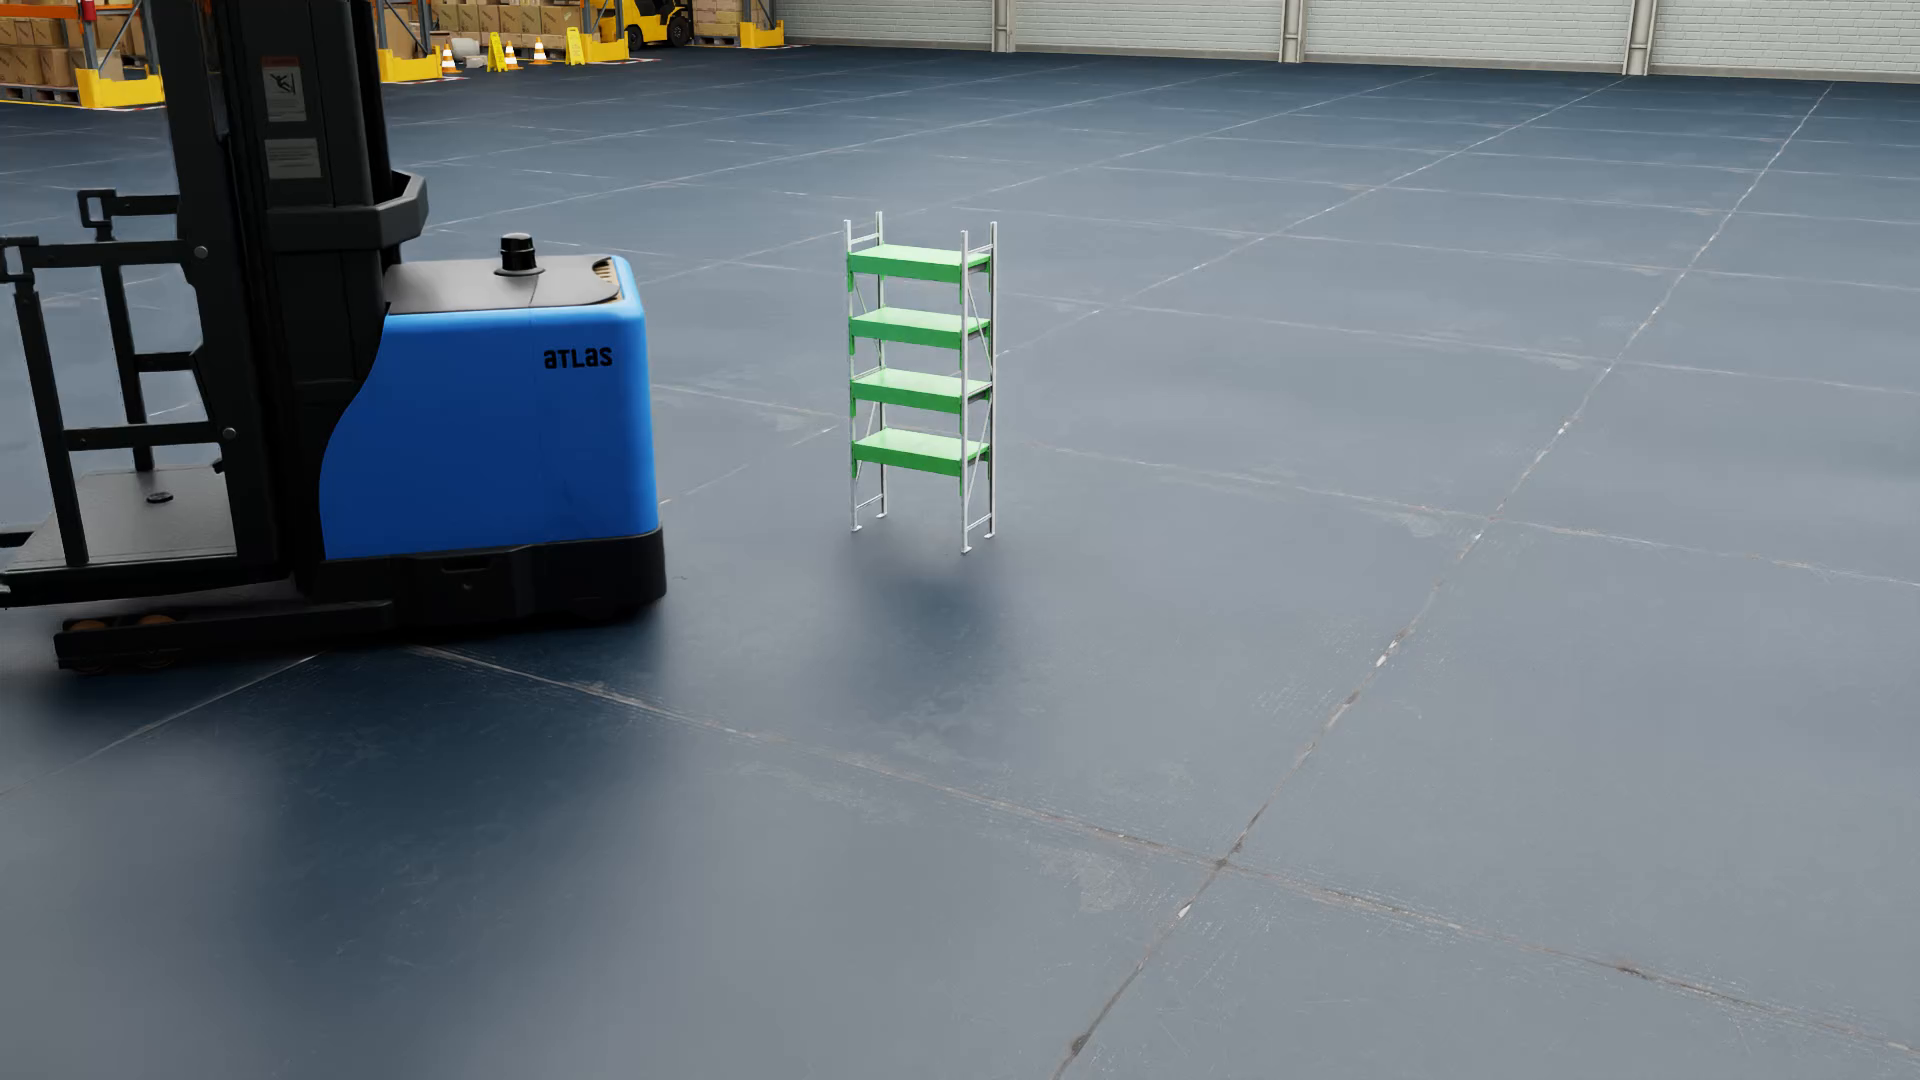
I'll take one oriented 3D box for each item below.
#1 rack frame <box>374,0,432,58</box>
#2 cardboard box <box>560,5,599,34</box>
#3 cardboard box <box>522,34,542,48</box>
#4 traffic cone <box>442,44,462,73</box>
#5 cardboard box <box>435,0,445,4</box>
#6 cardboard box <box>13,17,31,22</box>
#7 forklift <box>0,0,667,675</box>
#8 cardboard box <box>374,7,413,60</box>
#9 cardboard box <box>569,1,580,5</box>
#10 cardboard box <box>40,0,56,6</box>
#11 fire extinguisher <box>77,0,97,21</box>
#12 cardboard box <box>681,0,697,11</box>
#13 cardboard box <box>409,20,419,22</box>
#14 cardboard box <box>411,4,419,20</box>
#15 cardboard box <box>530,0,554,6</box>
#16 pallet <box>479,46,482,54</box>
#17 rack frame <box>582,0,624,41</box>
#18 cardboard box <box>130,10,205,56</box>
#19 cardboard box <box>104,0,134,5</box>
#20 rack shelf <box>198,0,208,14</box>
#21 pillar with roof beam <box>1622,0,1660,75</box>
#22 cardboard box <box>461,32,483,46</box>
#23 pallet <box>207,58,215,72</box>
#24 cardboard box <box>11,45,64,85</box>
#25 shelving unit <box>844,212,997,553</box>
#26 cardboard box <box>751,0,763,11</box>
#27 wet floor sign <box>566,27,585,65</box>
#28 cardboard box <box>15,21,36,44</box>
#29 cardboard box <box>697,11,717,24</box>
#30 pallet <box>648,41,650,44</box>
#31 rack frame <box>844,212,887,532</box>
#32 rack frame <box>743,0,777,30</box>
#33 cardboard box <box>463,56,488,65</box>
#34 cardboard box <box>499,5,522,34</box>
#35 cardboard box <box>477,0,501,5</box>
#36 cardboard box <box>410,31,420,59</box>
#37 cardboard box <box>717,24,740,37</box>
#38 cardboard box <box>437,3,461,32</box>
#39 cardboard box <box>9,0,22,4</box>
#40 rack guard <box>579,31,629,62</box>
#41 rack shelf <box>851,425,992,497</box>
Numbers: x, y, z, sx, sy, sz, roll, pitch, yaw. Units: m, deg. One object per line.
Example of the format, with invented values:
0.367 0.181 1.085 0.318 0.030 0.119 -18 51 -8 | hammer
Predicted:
-8.934 -8.876 26.437 0.127 3.000 1.000 11 23 27 | rack frame
-7.199 -9.844 31.422 0.500 0.500 0.500 10 22 26 | cardboard box
-7.894 -9.415 31.336 0.500 0.250 0.500 11 23 27 | cardboard box
-8.705 -8.195 28.278 0.334 0.463 0.336 11 23 27 | traffic cone
-11.983 -12.546 38.651 0.250 0.149 0.380 10 22 25 | cardboard box
-17.089 -9.698 30.652 0.500 0.250 0.500 11 23 28 | cardboard box
-2.574 -1.155 5.250 3.031 2.935 1.130 -5 20 -13 | forklift
-9.558 -8.168 26.984 0.875 0.875 0.875 11 23 28 | cardboard box
-8.144 -11.675 37.018 0.625 0.625 0.875 12 23 30 | cardboard box
-12.252 -7.353 22.604 0.250 0.149 0.380 11 23 27 | cardboard box
-11.566 -7.224 21.995 0.183 0.674 0.296 11 23 27 | fire extinguisher
-5.639 -11.368 35.255 0.500 0.250 0.500 11 23 28 | cardboard box
-11.189 -10.199 33.321 0.625 0.372 0.950 12 23 31 | cardboard box
-12.539 -12.377 39.136 0.500 0.500 0.500 12 23 30 | cardboard box
-7.788 -10.026 30.971 0.250 0.149 0.380 12 23 29 | cardboard box
-9.497 -9.620 32.576 1.213 0.211 1.003 11 23 27 | pallet
-6.608 -10.367 30.545 0.127 3.000 1.000 11 23 27 | rack frame
-13.852 -8.919 29.239 0.750 0.750 1.050 11 23 27 | cardboard box
-11.574 -7.417 22.782 0.250 0.149 0.380 11 23 27 | cardboard box
-14.172 -9.536 29.310 4.000 0.370 1.077 11 23 27 | rack shelf
9.256 -10.774 22.871 0.400 9.000 9.100 11 23 27 | pillar with roof beam
-9.245 -9.673 32.049 0.500 0.250 0.500 12 23 30 | cardboard box
-13.137 -8.337 29.038 1.213 0.211 1.003 11 23 27 | pallet
-13.054 -6.747 23.616 0.500 0.500 0.500 13 24 32 | cardboard box
-0.145 -0.592 6.236 0.503 1.200 0.258 11 23 27 | shelving unit
-4.518 -11.356 35.223 0.500 0.250 0.500 10 22 26 | cardboard box
-6.964 -8.910 29.982 0.267 0.644 0.232 -16 26 -38 | wet floor sign
-17.072 -9.348 30.787 0.500 0.500 0.500 12 23 29 | cardboard box
-5.201 -11.059 35.138 0.500 0.250 0.500 11 22 27 | cardboard box
-7.009 -11.055 36.531 1.213 0.211 1.003 11 23 27 | pallet
-0.358 -0.632 6.348 0.015 1.200 0.240 11 23 27 | rack frame
-4.191 -11.845 34.621 0.127 3.000 1.000 11 23 27 | rack frame
-8.737 -8.643 29.974 0.380 0.149 0.250 -11 23 -29 | cardboard box
-8.329 -9.852 31.442 0.500 0.500 0.500 10 22 26 | cardboard box
-8.951 -10.248 31.584 0.250 0.149 0.380 12 23 30 | cardboard box
-10.197 -8.949 30.097 0.503 0.637 0.797 11 23 27 | cardboard box
-4.755 -10.734 34.974 0.500 0.250 0.500 11 23 28 | cardboard box
-9.717 -10.111 32.157 0.500 0.500 0.500 12 23 30 | cardboard box
-12.890 -7.487 22.976 0.250 0.149 0.380 11 23 27 | cardboard box
-6.675 -9.204 31.007 0.348 0.500 1.175 11 23 27 | rack guard
-0.145 -0.306 6.340 0.480 0.148 0.258 11 23 27 | rack shelf
